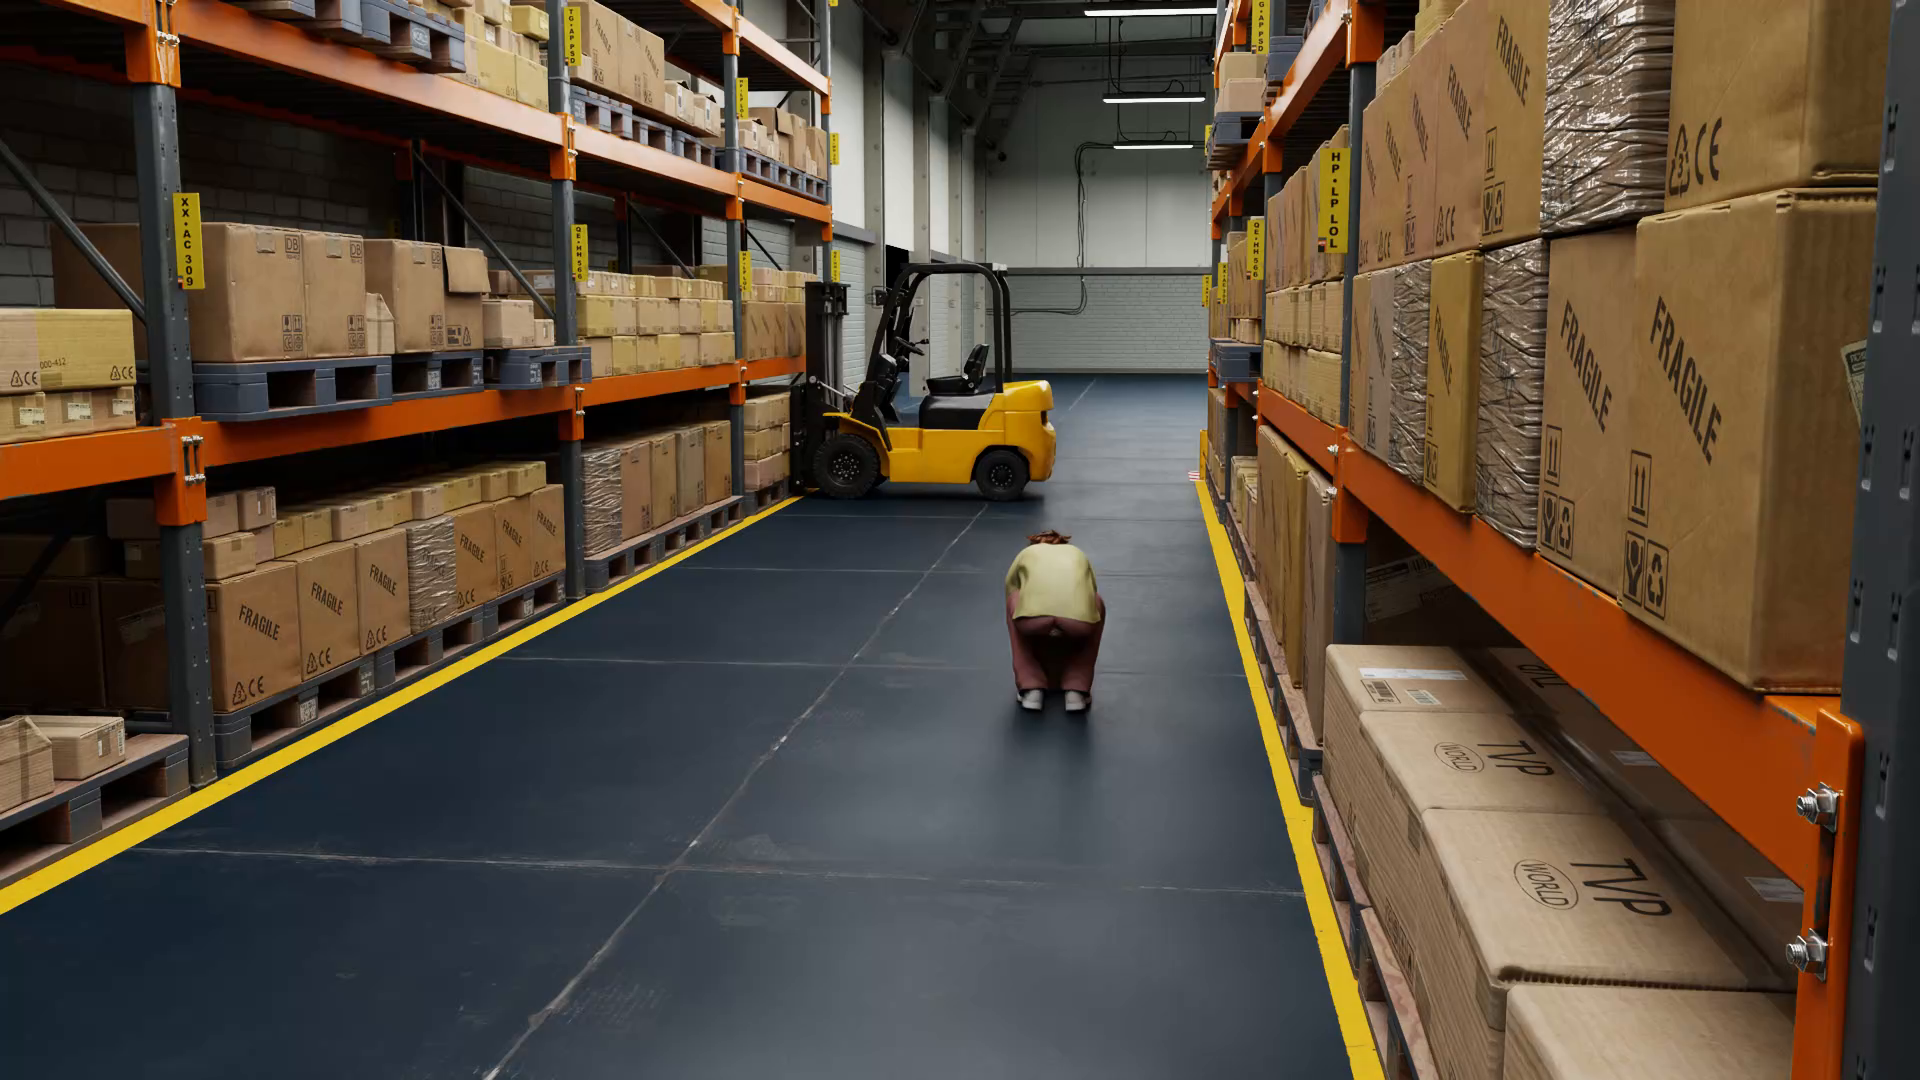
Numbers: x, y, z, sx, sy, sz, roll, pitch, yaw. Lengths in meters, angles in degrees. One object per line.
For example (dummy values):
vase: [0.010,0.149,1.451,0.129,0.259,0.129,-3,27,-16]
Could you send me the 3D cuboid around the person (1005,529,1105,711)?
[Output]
person: [0.412,0.377,7.299,0.449,0.719,0.855,1,8,5]
